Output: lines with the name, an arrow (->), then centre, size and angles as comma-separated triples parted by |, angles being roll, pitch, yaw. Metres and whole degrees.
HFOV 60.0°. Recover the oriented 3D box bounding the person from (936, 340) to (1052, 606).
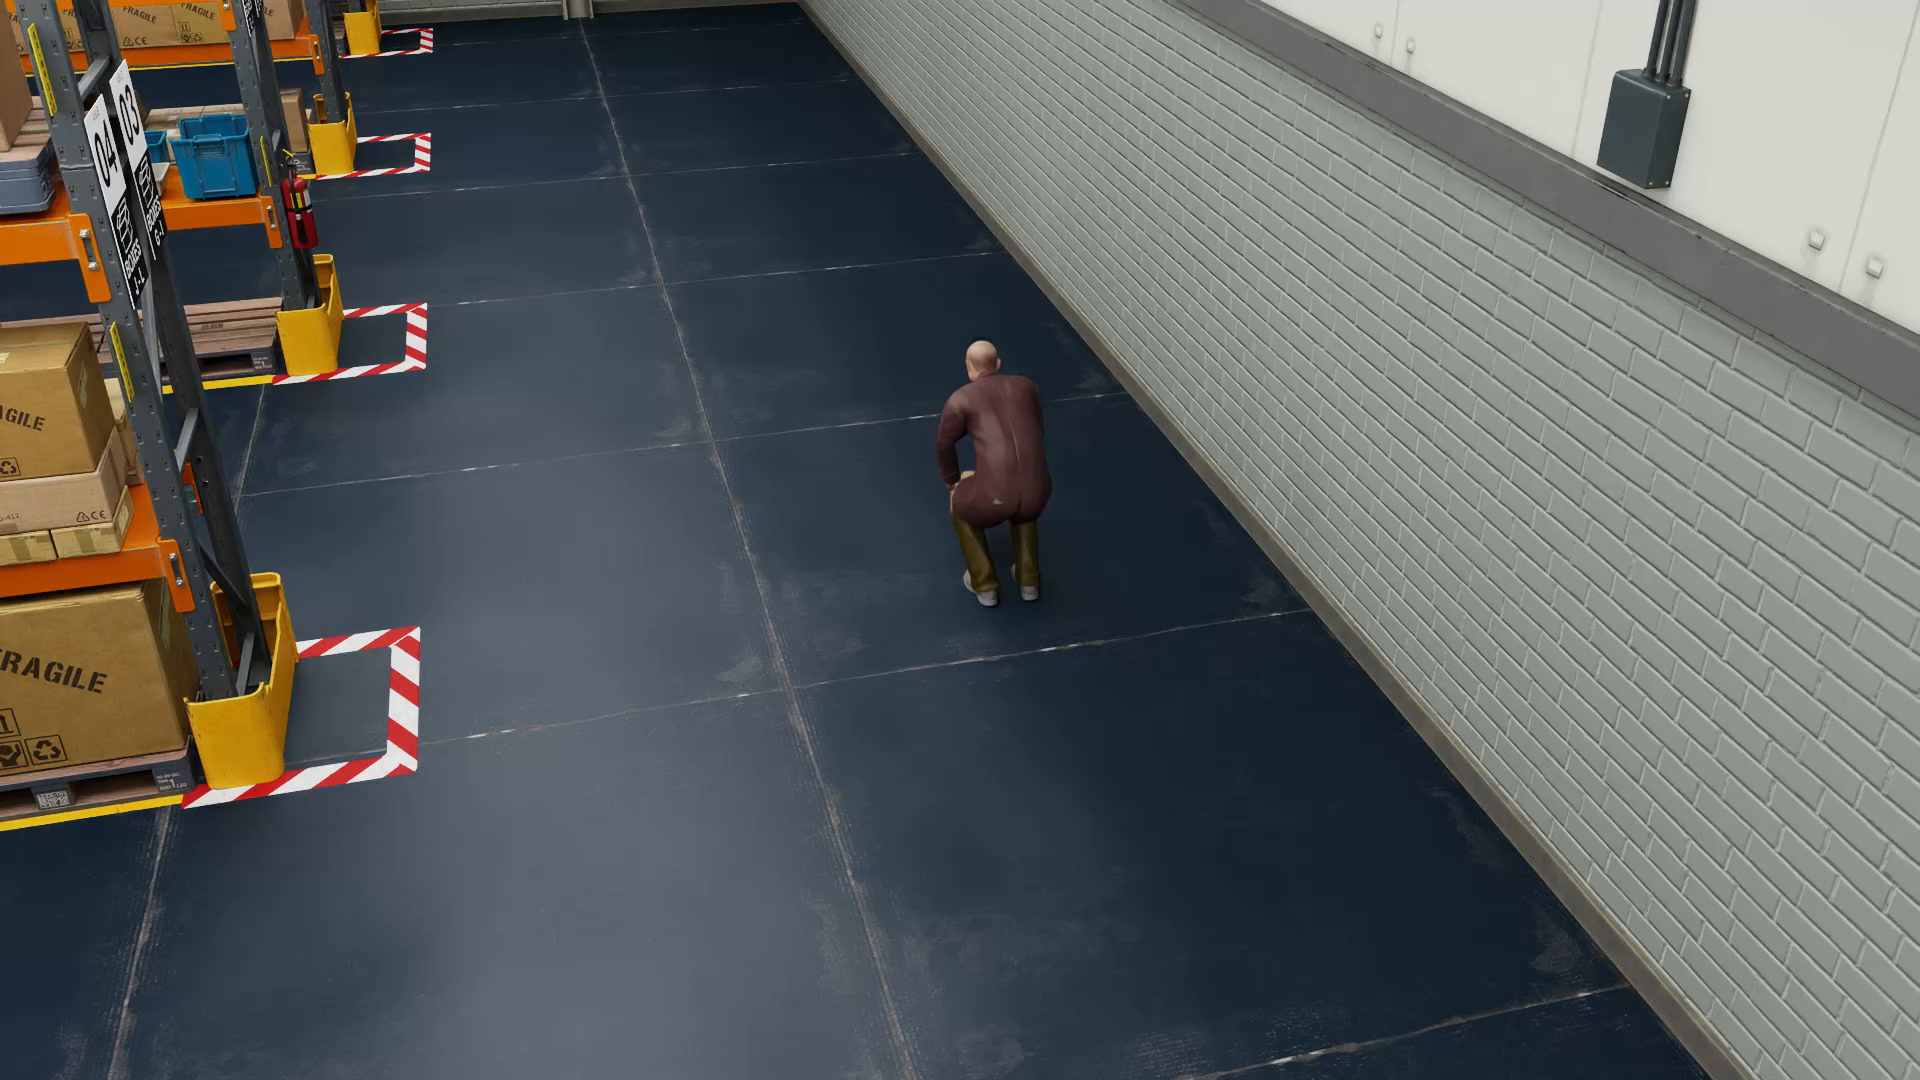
person -> 0.197, -0.347, 9.223 | 0.632, 1.425, 0.718 | -8, 31, -13
